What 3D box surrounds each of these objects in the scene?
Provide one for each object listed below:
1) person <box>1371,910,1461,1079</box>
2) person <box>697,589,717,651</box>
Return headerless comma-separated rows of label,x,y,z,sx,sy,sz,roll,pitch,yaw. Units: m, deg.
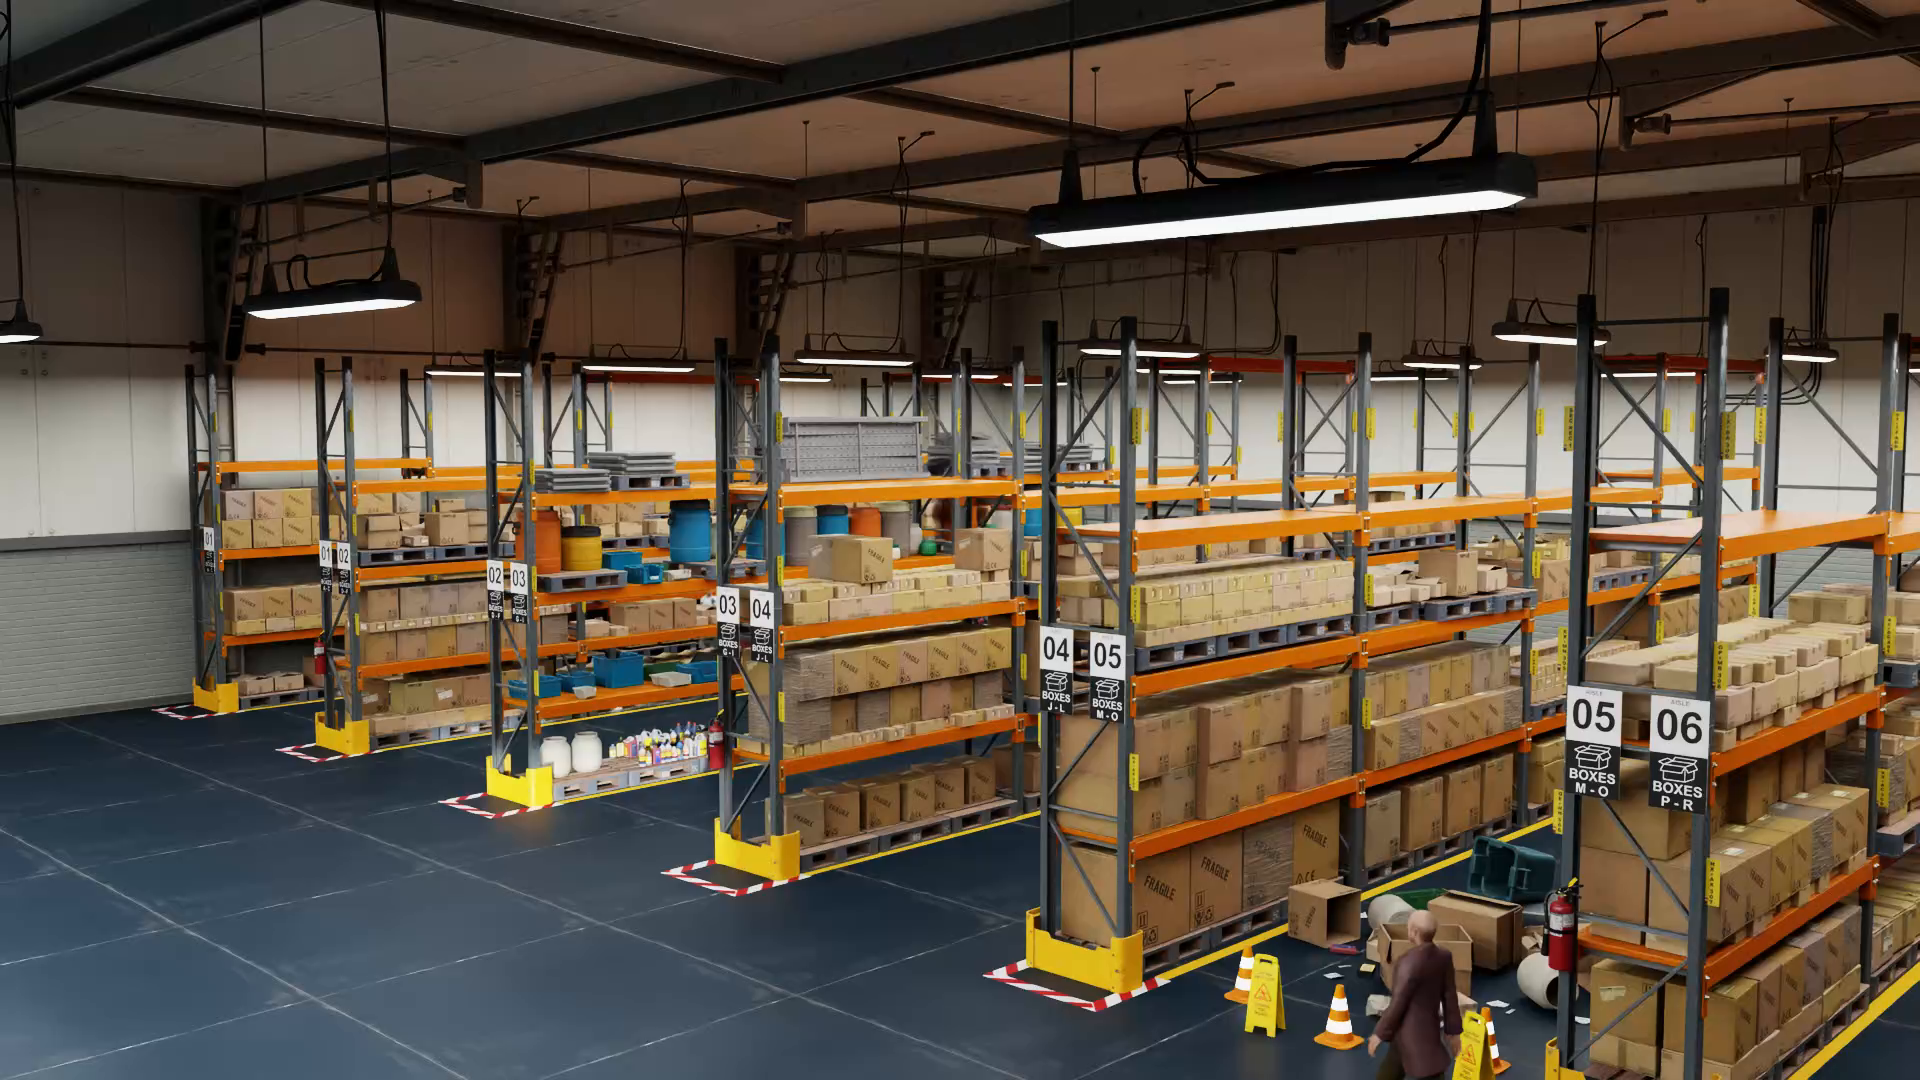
person,3.157,3.416,11.492,1.095,1.744,0.542,1,5,19
person,-5.200,1.700,34.480,0.578,1.644,0.871,3,5,33
